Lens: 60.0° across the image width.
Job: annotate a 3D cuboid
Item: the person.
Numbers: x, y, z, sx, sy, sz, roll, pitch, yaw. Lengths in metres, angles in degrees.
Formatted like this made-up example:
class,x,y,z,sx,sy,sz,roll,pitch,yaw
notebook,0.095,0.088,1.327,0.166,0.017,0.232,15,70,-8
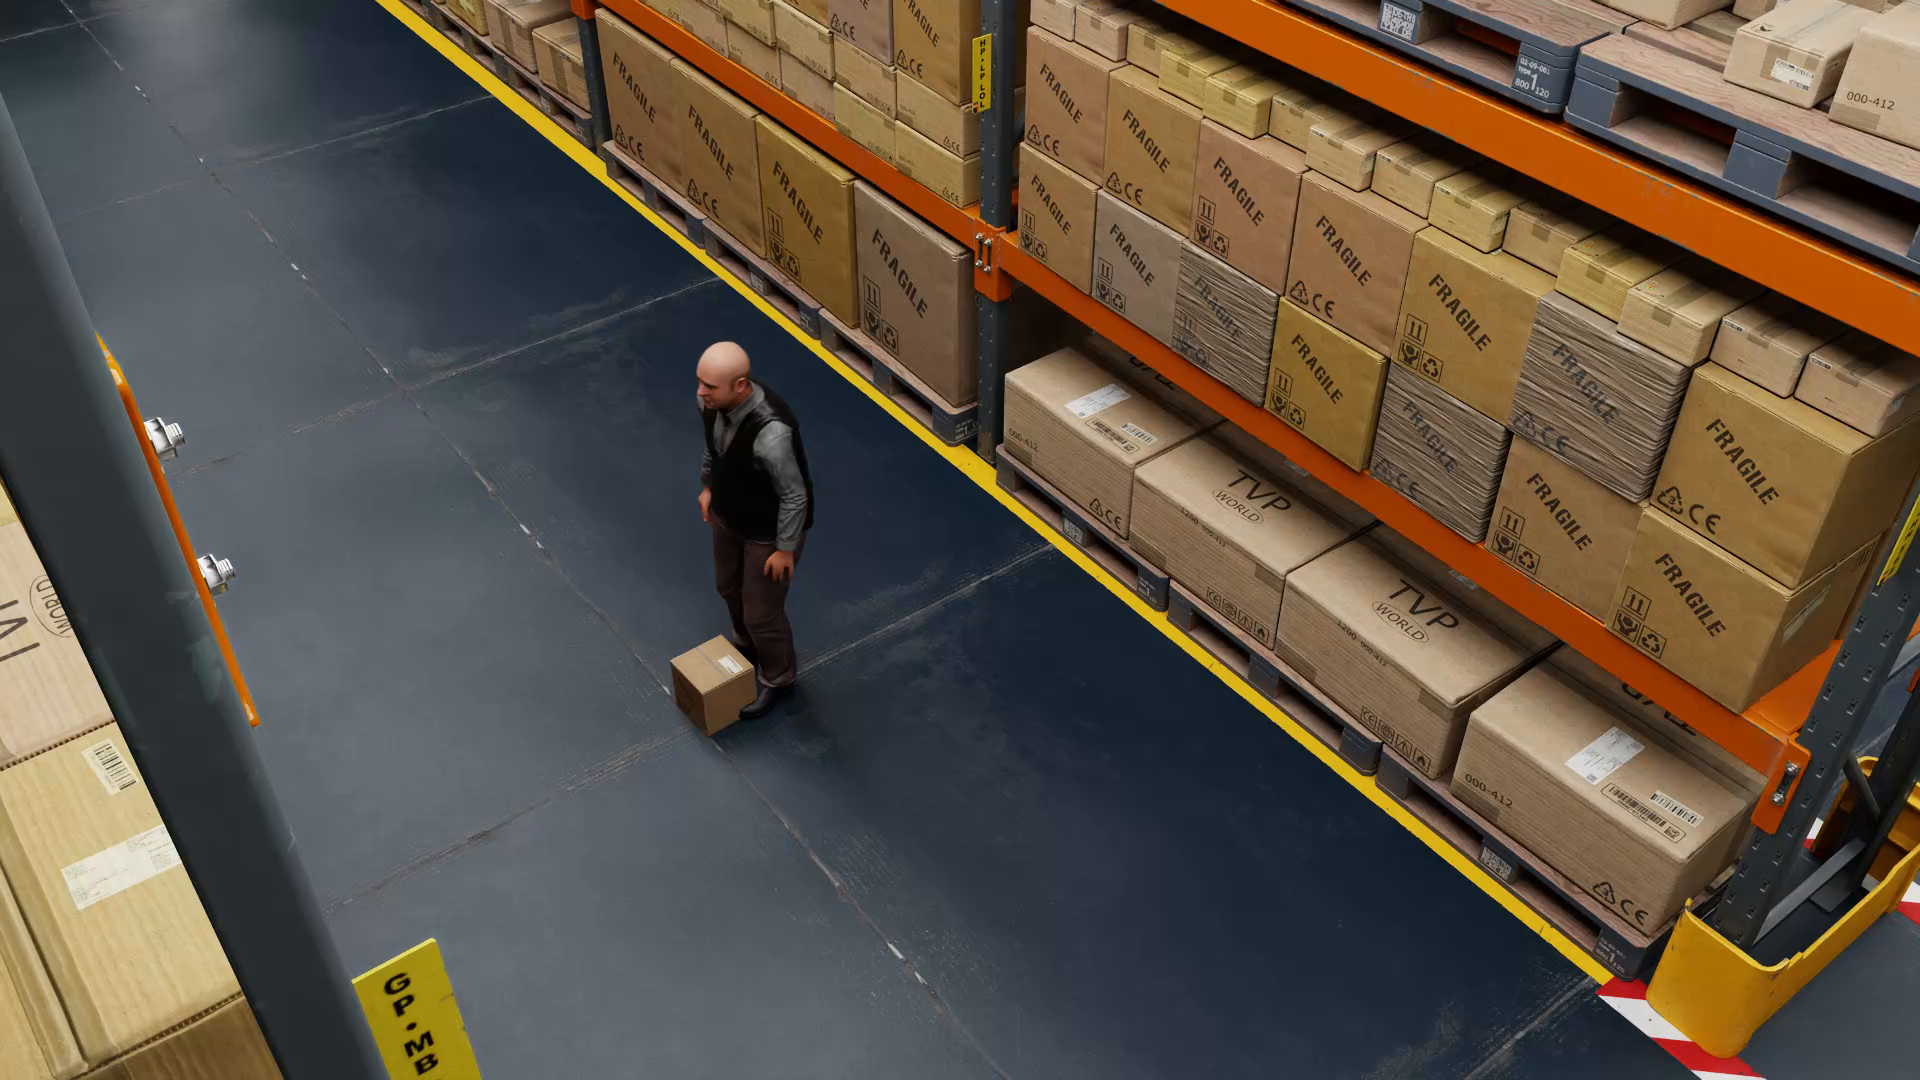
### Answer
class,x,y,z,sx,sy,sz,roll,pitch,yaw
person,-0.812,-0.065,6.514,0.462,1.721,0.588,-27,47,-29
